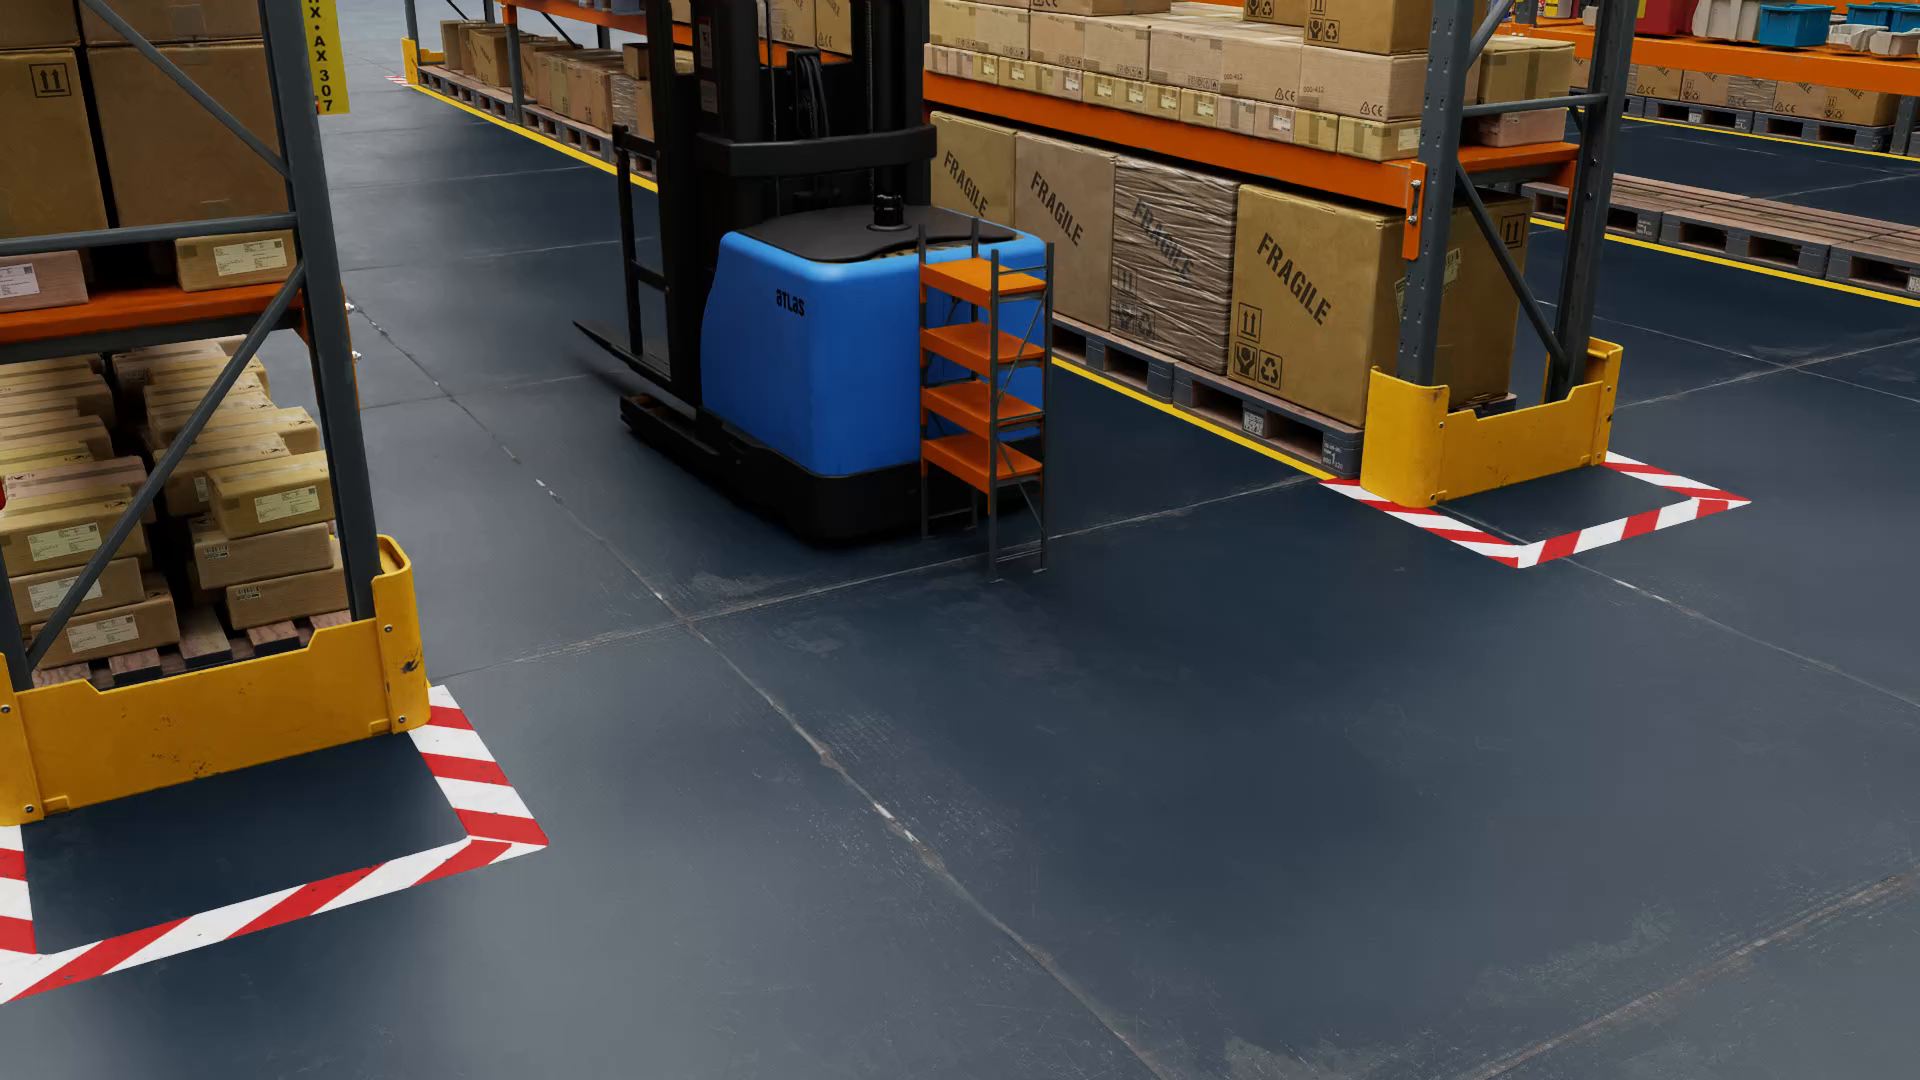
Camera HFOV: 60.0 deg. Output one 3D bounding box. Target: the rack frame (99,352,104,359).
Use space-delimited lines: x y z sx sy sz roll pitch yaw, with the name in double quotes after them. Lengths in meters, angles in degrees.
-4.158 -2.054 7.382 1.000 3.000 0.127 -13 25 -28 "rack frame"

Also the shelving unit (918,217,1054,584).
0.085 -0.502 5.953 0.258 1.200 0.503 -13 25 -28 "shelving unit"

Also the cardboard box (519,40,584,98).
-4.099 -4.739 16.749 0.500 0.500 0.500 -13 26 -30 "cardboard box"

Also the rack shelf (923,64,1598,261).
1.179 -1.995 8.191 1.077 0.370 4.000 -13 25 -28 "rack shelf"

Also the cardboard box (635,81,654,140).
-2.245 -3.529 13.746 0.700 0.500 0.500 -14 26 -31 "cardboard box"

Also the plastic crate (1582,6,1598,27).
4.531 -3.656 11.593 0.396 0.136 0.243 -13 25 -28 "plastic crate"

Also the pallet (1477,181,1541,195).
4.058 -2.894 13.152 1.003 0.211 1.213 -13 25 -28 "pallet"

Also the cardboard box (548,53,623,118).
-3.406 -4.250 15.520 0.700 0.500 0.500 -13 25 -29 "cardboard box"

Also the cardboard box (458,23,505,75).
-5.333 -5.504 18.632 0.500 0.500 0.500 -6 23 -14 "cardboard box"

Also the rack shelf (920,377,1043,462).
0.085 -0.440 5.979 0.258 0.148 0.480 -13 25 -28 "rack shelf"

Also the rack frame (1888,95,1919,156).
8.676 -4.880 14.334 1.000 3.000 0.127 -13 25 -28 "rack frame"

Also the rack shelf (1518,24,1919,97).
5.437 -2.948 10.535 1.077 0.370 4.000 -13 25 -28 "rack shelf"

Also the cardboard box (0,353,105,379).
-3.476 -0.629 6.314 0.380 0.149 0.250 -14 26 -30 "cardboard box"

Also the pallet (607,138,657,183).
-2.283 -3.232 13.983 1.003 0.211 1.213 -13 25 -28 "pallet"

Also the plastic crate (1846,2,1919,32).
5.790 -3.250 10.467 0.416 0.233 0.300 -13 25 -28 "plastic crate"

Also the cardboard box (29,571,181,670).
-2.563 0.236 4.975 0.380 0.149 0.250 -12 25 -27 "cardboard box"

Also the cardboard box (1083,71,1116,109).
0.821 -2.195 8.062 0.380 0.149 0.250 -13 26 -30 "cardboard box"

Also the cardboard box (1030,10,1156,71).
0.692 -2.513 8.315 0.500 0.250 0.500 -12 25 -27 "cardboard box"

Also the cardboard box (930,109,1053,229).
0.426 -1.957 9.406 0.875 0.875 0.875 -13 25 -28 "cardboard box"

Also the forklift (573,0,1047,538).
-0.875 -1.868 7.014 1.130 2.935 3.031 -14 26 -30 "forklift"

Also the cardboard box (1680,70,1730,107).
7.415 -4.519 16.180 0.500 0.500 0.500 -14 26 -30 "cardboard box"

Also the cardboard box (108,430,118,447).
-3.600 -0.439 6.636 0.380 0.149 0.250 -14 26 -30 "cardboard box"

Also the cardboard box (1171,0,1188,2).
0.875 -3.131 8.839 0.500 0.500 0.500 -12 25 -28 "cardboard box"

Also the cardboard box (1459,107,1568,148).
2.303 -1.743 6.949 0.380 0.149 0.250 -12 25 -28 "cardboard box"

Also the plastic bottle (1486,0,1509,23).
3.937 -3.936 12.177 0.152 0.276 0.135 -13 25 -28 "plastic bottle"

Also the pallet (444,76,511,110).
-4.929 -4.880 18.036 1.003 0.211 1.213 -13 25 -28 "pallet"

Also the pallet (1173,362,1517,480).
1.725 -0.633 7.588 1.003 0.211 1.213 -13 25 -28 "pallet"

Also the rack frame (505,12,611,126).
-3.929 -5.565 16.020 1.000 3.000 0.127 -13 25 -28 "rack frame"

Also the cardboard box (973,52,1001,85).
0.292 -2.529 8.884 0.380 0.149 0.250 -12 25 -27 "cardboard box"

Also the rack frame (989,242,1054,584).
0.210 -0.423 5.759 0.240 1.200 0.015 -13 25 -28 "rack frame"

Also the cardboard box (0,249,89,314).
-2.524 -0.694 4.370 0.380 0.149 0.250 -13 25 -28 "cardboard box"

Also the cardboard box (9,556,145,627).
-2.630 0.113 4.883 0.380 0.149 0.250 -13 26 -30 "cardboard box"

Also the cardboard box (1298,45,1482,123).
1.725 -1.855 6.696 0.500 0.250 0.500 -13 26 -29 "cardboard box"

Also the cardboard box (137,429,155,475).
-2.709 -0.323 5.957 0.380 0.149 0.250 -14 26 -31 "cardboard box"

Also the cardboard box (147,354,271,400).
-2.779 -0.566 6.159 0.380 0.149 0.250 -12 25 -27 "cardboard box"

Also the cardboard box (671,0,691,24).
-1.871 -4.107 12.300 0.500 0.500 0.500 -12 25 -27 "cardboard box"

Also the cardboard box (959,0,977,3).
0.183 -3.187 8.977 0.500 0.500 0.500 -13 25 -28 "cardboard box"

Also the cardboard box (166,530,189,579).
-2.444 -0.013 5.587 0.380 0.149 0.250 -12 25 -28 "cardboard box"

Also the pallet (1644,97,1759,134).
7.601 -4.239 16.461 1.003 0.211 1.213 -13 25 -28 "pallet"

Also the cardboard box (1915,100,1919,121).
8.639 -4.129 15.222 0.500 0.500 0.500 -14 26 -31 "cardboard box"

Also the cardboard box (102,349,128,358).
-3.389 -0.885 6.945 0.380 0.149 0.250 -12 25 -27 "cardboard box"

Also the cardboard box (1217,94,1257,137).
1.347 -1.863 7.245 0.380 0.149 0.250 -12 25 -27 "cardboard box"

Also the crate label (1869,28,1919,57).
5.588 -2.950 9.857 0.396 0.136 0.243 -13 25 -28 "crate label"

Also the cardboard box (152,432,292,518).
-2.334 -0.210 5.283 0.380 0.149 0.250 -12 25 -27 "cardboard box"

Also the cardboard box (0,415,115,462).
-3.001 -0.279 5.454 0.380 0.149 0.250 -14 26 -30 "cardboard box"

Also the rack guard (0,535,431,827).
-2.153 0.374 4.728 1.175 0.500 0.348 -13 25 -28 "rack guard"

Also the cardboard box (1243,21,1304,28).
1.663 -2.287 7.758 0.500 0.250 0.500 -14 26 -30 "cardboard box"

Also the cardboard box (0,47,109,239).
-2.565 -1.040 4.358 0.500 0.500 0.500 -12 25 -27 "cardboard box"
